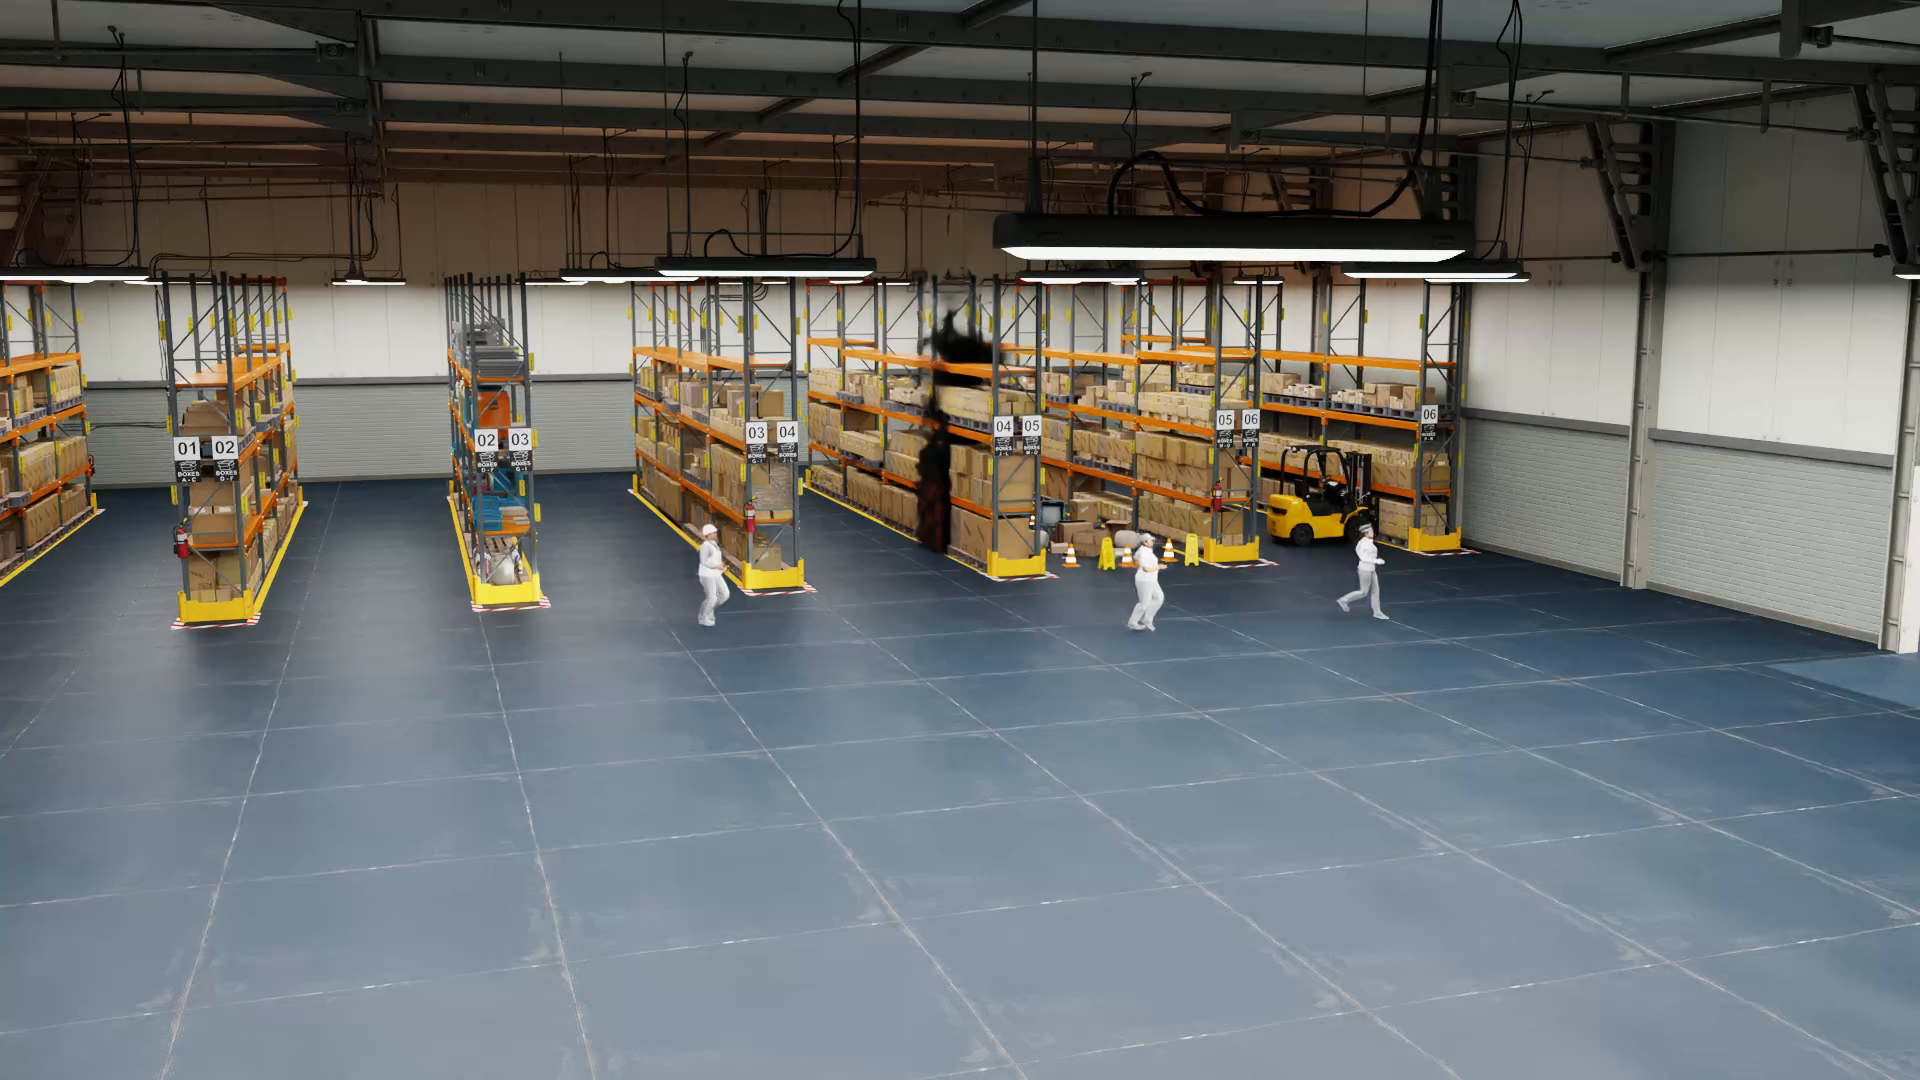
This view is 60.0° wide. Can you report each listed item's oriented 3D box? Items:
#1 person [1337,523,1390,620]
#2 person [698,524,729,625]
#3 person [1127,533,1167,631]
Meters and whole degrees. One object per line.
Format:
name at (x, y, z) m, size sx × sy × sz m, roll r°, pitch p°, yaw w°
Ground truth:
person at (7.046, 0.539, 28.901) m, size 0.901 × 1.692 × 0.616 m, roll 4°, pitch 9°, yaw 22°
person at (-4.208, 0.592, 28.368) m, size 0.604 × 1.736 × 0.663 m, roll 2°, pitch 9°, yaw 13°
person at (3.152, 0.729, 27.888) m, size 0.661 × 1.684 × 0.586 m, roll 2°, pitch 9°, yaw 13°
